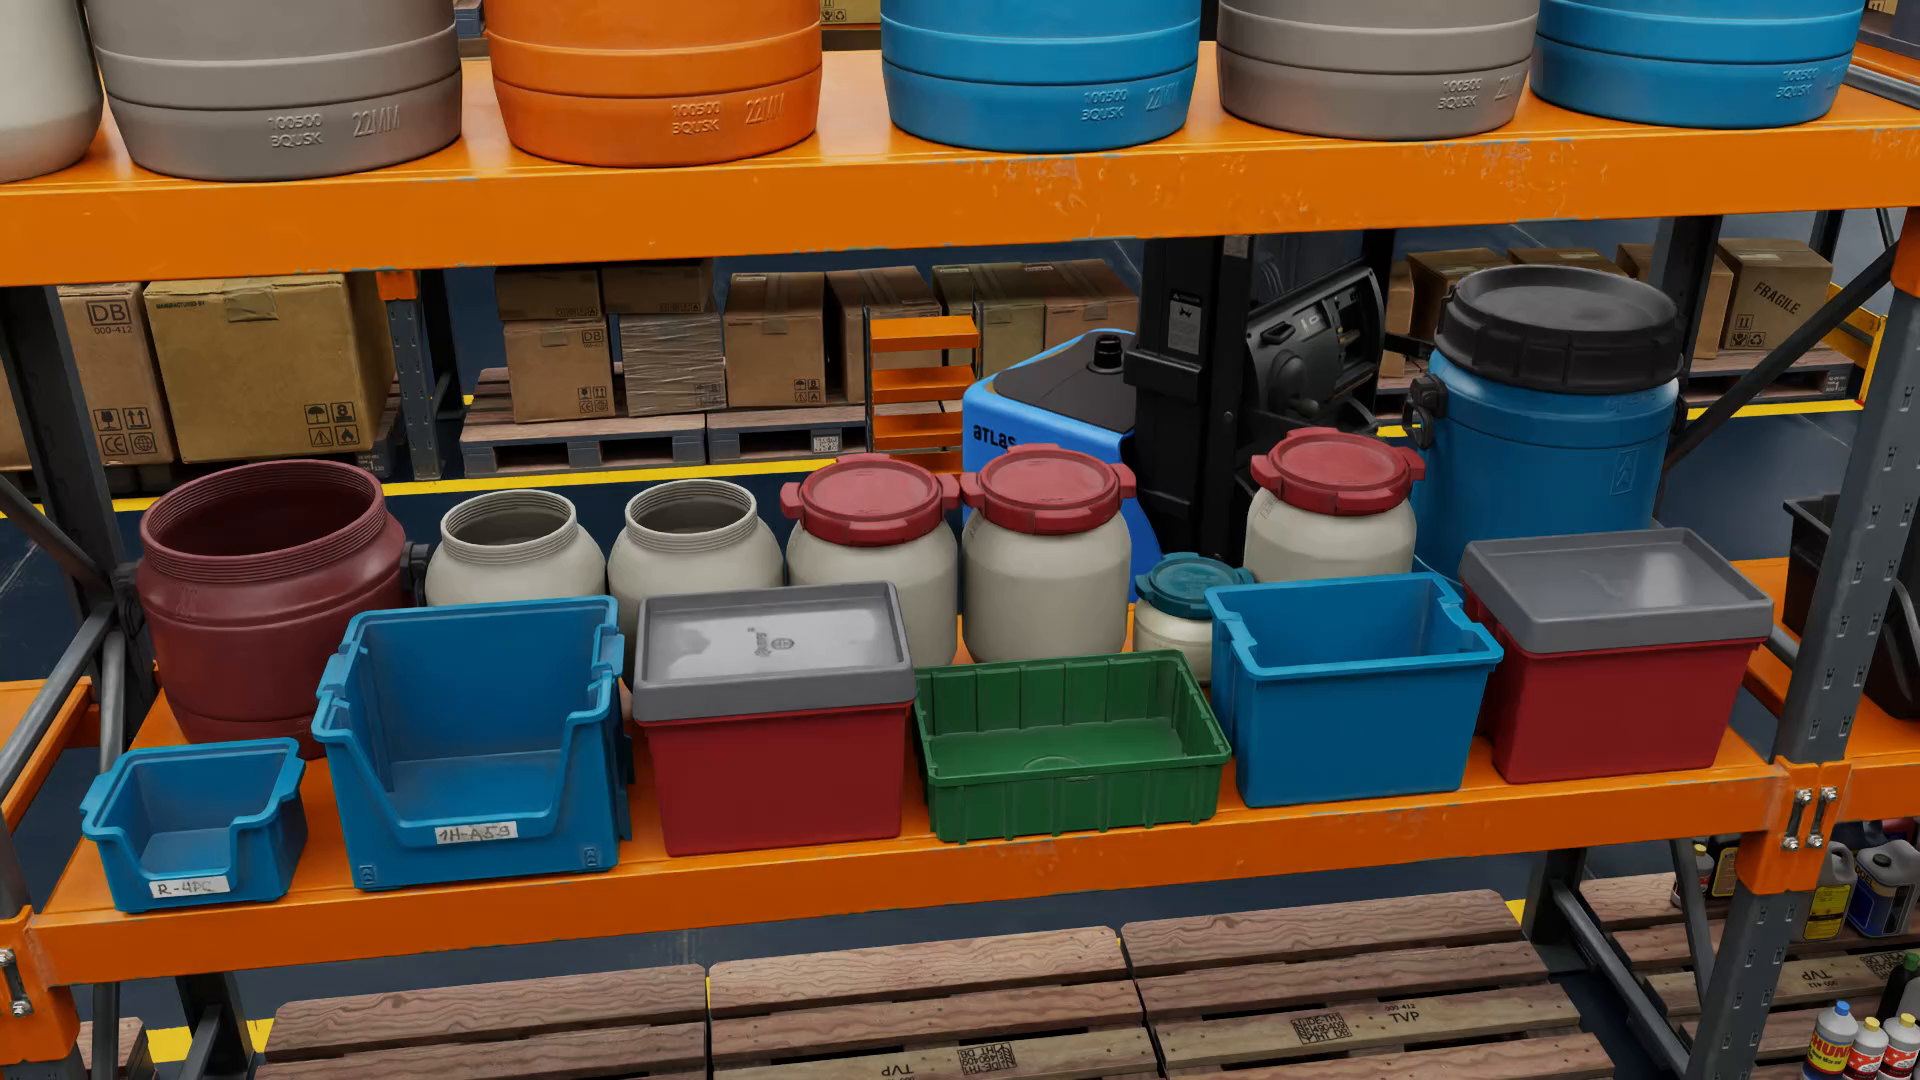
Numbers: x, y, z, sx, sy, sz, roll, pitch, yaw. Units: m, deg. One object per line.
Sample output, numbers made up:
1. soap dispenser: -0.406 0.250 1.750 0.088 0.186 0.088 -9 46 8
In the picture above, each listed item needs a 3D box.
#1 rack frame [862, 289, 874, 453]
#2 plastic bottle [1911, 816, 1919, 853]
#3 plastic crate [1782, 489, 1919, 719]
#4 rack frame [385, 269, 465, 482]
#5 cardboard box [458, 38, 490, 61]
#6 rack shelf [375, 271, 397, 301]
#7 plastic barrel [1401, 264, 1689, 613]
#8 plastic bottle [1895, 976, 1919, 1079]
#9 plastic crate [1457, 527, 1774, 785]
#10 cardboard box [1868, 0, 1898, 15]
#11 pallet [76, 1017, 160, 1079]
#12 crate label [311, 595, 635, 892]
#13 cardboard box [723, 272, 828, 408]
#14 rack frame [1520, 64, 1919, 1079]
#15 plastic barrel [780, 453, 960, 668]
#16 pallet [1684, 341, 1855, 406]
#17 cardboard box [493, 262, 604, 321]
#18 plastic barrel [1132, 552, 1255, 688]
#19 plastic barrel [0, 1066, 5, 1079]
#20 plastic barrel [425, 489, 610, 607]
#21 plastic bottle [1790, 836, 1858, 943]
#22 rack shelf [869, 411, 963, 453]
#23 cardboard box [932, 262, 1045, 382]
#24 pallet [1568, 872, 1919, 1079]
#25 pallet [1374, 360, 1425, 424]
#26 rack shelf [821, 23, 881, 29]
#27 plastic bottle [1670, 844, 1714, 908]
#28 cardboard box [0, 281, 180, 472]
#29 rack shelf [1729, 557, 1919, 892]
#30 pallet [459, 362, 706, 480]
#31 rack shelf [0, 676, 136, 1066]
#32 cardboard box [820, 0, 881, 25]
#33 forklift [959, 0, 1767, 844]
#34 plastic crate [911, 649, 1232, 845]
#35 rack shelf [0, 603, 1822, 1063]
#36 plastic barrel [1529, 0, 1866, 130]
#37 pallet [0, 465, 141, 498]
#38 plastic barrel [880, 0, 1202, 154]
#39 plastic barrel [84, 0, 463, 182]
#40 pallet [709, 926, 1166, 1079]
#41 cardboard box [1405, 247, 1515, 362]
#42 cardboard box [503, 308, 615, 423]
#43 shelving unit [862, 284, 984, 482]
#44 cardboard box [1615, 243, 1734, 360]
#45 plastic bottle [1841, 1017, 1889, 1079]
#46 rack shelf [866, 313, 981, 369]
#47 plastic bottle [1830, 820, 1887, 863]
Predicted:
1. rack frame: -0.406 -0.508 7.425 0.015 1.200 0.240 -4 27 -7
2. plastic bottle: 3.025 0.912 5.107 0.185 0.351 0.144 -4 27 -7
3. plastic crate: 2.454 0.185 4.173 0.504 0.338 0.767 -4 27 -7
4. rack frame: -2.733 -1.852 8.073 0.127 3.000 1.000 -4 27 -7
5. cardboard box: -2.204 -2.136 8.057 0.500 0.500 0.500 -7 28 -13
6. rack shelf: -4.713 -1.405 7.990 4.000 0.370 1.077 -4 27 -7
7. plastic barrel: 1.493 -0.203 4.310 0.708 0.901 0.600 -4 27 -7
8. plastic bottle: 2.611 1.294 4.444 0.135 0.276 0.152 -3 27 -5
9. plastic crate: 1.481 0.273 3.861 0.583 0.464 0.402 -4 27 -7
10. cardboard box: 4.679 -2.836 8.460 0.500 0.500 0.500 -4 27 -7
11. pallet: -2.818 1.697 4.212 1.213 0.211 1.003 -4 27 -7
12. crate label: -1.021 0.431 3.586 0.616 0.435 0.502 -4 27 -7
13. cardboard box: -0.964 -1.067 8.801 0.500 0.500 0.700 -1 27 -3
14. rack frame: 1.918 0.133 4.206 0.127 3.000 1.000 -4 27 -7
15. plastic barrel: -0.215 0.108 4.105 0.433 0.535 0.433 0 27 0
16. pallet: 4.304 -1.080 9.623 1.213 0.211 1.003 -4 27 -7
17. cardboard box: -2.074 -1.325 8.482 0.500 0.250 0.500 -3 27 -5
18. plastic barrel: 0.586 0.209 4.208 0.301 0.262 0.301 0 27 0
19. plastic barrel: -2.525 1.205 4.034 0.708 0.830 0.600 -4 27 -7
20. plastic barrel: -1.054 0.175 4.000 0.421 0.512 0.421 0 27 0
21. plastic bottle: 2.536 1.009 4.917 0.185 0.351 0.144 -4 27 -7
22. rack shelf: -0.164 -0.463 7.486 0.480 0.148 0.258 -4 27 -7
23. cardboard box: 0.142 -1.139 8.940 0.500 0.500 0.700 -4 27 -7
24. pallet: 2.589 1.350 4.889 1.213 0.211 1.003 -4 27 -7
25. pallet: 1.888 -0.924 9.320 1.213 0.211 1.003 -4 27 -7
26. rack shelf: -1.343 -3.908 12.868 4.000 0.370 1.077 -4 27 -7
27. plastic bottle: 2.234 1.018 5.063 0.097 0.201 0.097 0 27 0
28. cardboard box: -4.303 -1.006 8.292 0.875 0.875 1.225 -4 27 -7
29. rack shelf: 3.899 0.326 4.618 4.000 0.370 1.077 -4 27 -7
30. pallet: -1.959 -0.660 8.806 1.213 0.211 1.003 -4 27 -7
31. rack shelf: -4.023 0.834 3.626 4.000 0.370 1.077 -4 27 -7
32. cardboard box: -0.843 -4.181 12.503 0.500 0.500 0.500 -3 27 -7
33. forklift: 1.449 -0.689 5.882 3.031 2.935 1.130 21 34 35
34. plastic crate: 0.233 0.465 3.789 0.662 0.188 0.450 -4 27 -7
35. rack shelf: -0.062 0.580 4.122 4.000 0.370 1.077 -4 27 -7
36. plastic barrel: 1.445 -1.294 3.152 0.708 0.901 0.600 -4 27 -7
37. pallet: -4.730 -0.519 8.530 1.213 0.211 1.003 -4 27 -7
38. plastic barrel: 0.149 -1.211 2.990 0.708 0.901 0.600 -4 27 -7
39. plastic barrel: -1.199 -1.125 2.821 0.600 0.901 0.600 0 27 0
40. pallet: -0.065 1.520 4.556 1.213 0.211 1.003 -4 27 -7
41. cardboard box: 2.800 -1.303 9.282 0.500 0.500 0.500 -6 28 -12
42. cardboard box: -2.072 -0.987 8.644 0.500 0.500 0.700 -5 28 -10
43. shelving unit: -0.164 -0.523 7.456 0.503 1.200 0.258 -4 27 -7
44. cardboard box: 3.981 -1.350 9.373 0.500 0.500 0.500 3 27 6
45. plastic bottle: 2.395 1.353 4.410 0.097 0.201 0.097 0 27 0
46. rack shelf: -0.164 -0.873 7.276 0.480 0.148 0.258 -4 27 -7
47. plastic bottle: 2.706 0.932 5.067 0.185 0.351 0.144 -5 28 -10
